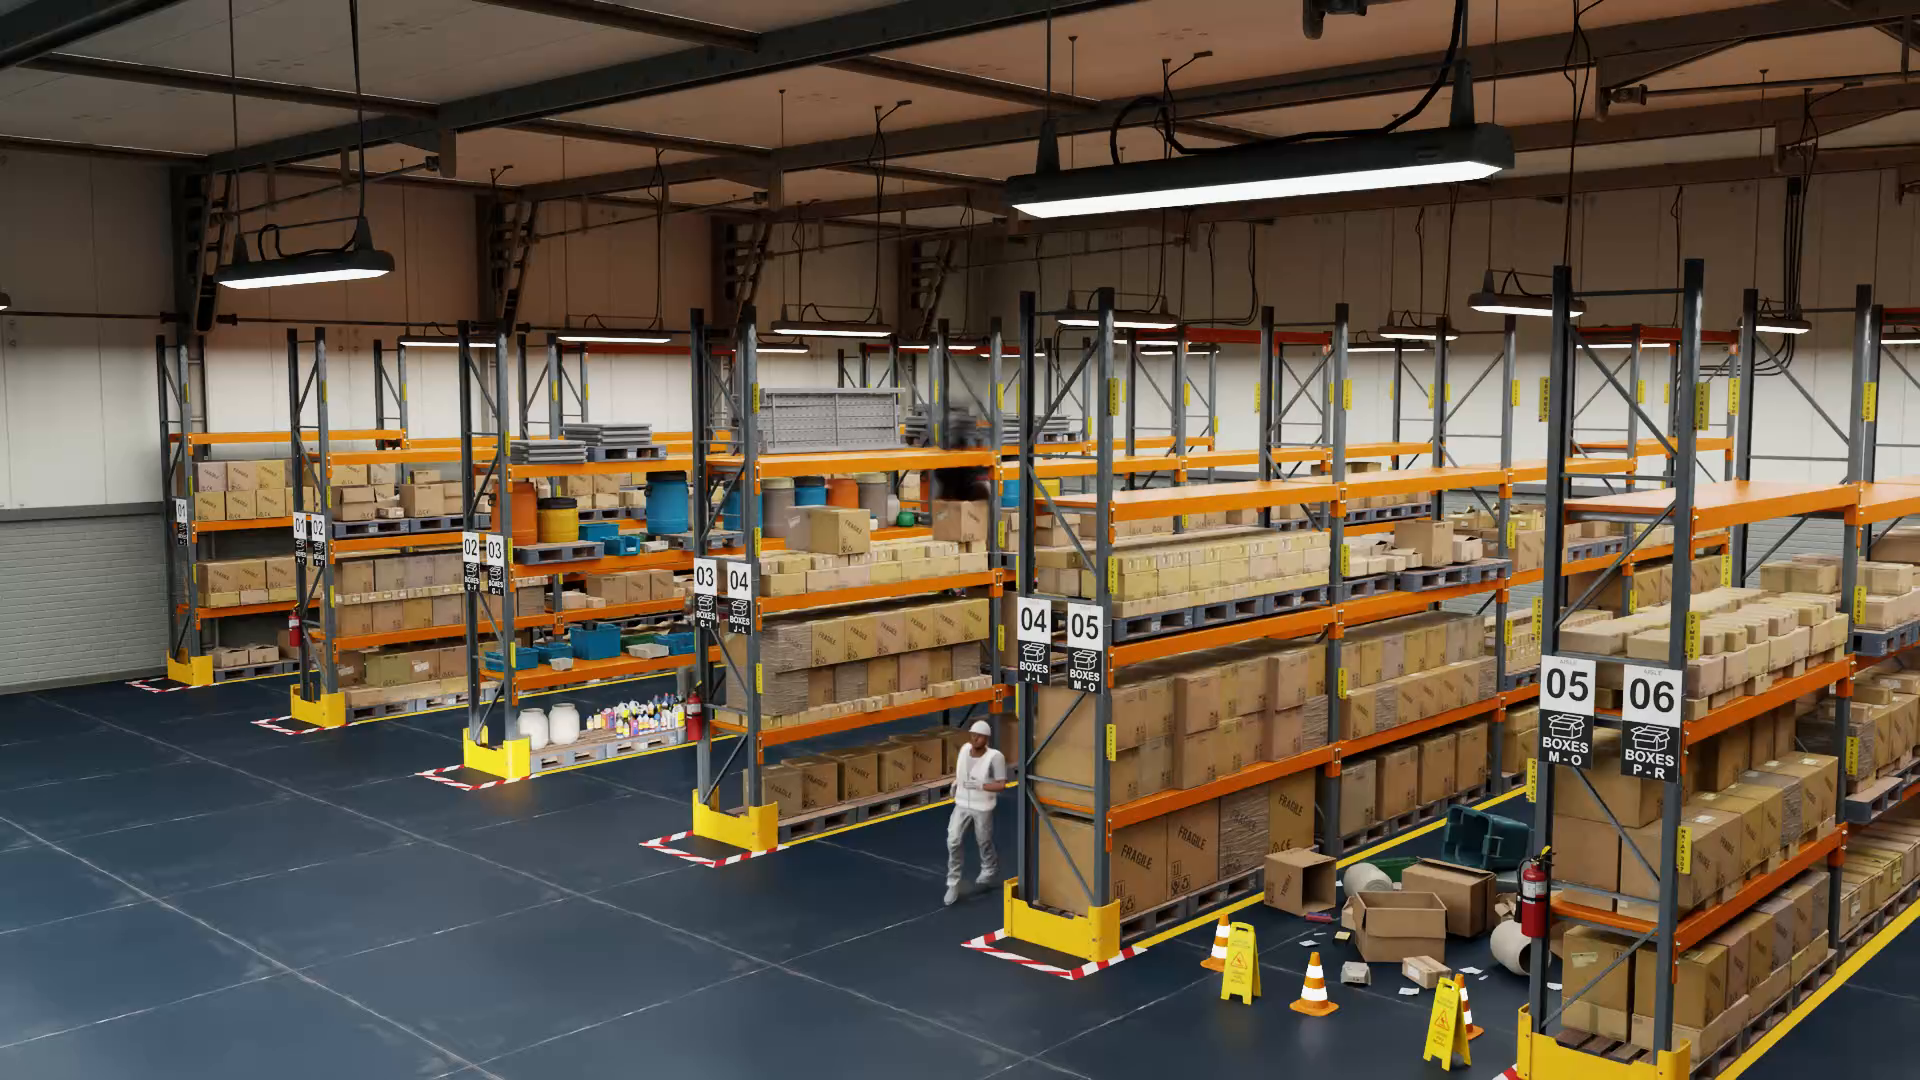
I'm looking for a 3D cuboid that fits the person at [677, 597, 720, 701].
[{"bbox_3d":[-4.213,1.798,26.470,0.910,1.818,0.640,-5,7,-43],"label":"person"}]

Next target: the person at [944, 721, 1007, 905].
[{"bbox_3d":[0.184,2.704,16.741,0.672,1.816,0.812,2,6,24],"label":"person"}]
